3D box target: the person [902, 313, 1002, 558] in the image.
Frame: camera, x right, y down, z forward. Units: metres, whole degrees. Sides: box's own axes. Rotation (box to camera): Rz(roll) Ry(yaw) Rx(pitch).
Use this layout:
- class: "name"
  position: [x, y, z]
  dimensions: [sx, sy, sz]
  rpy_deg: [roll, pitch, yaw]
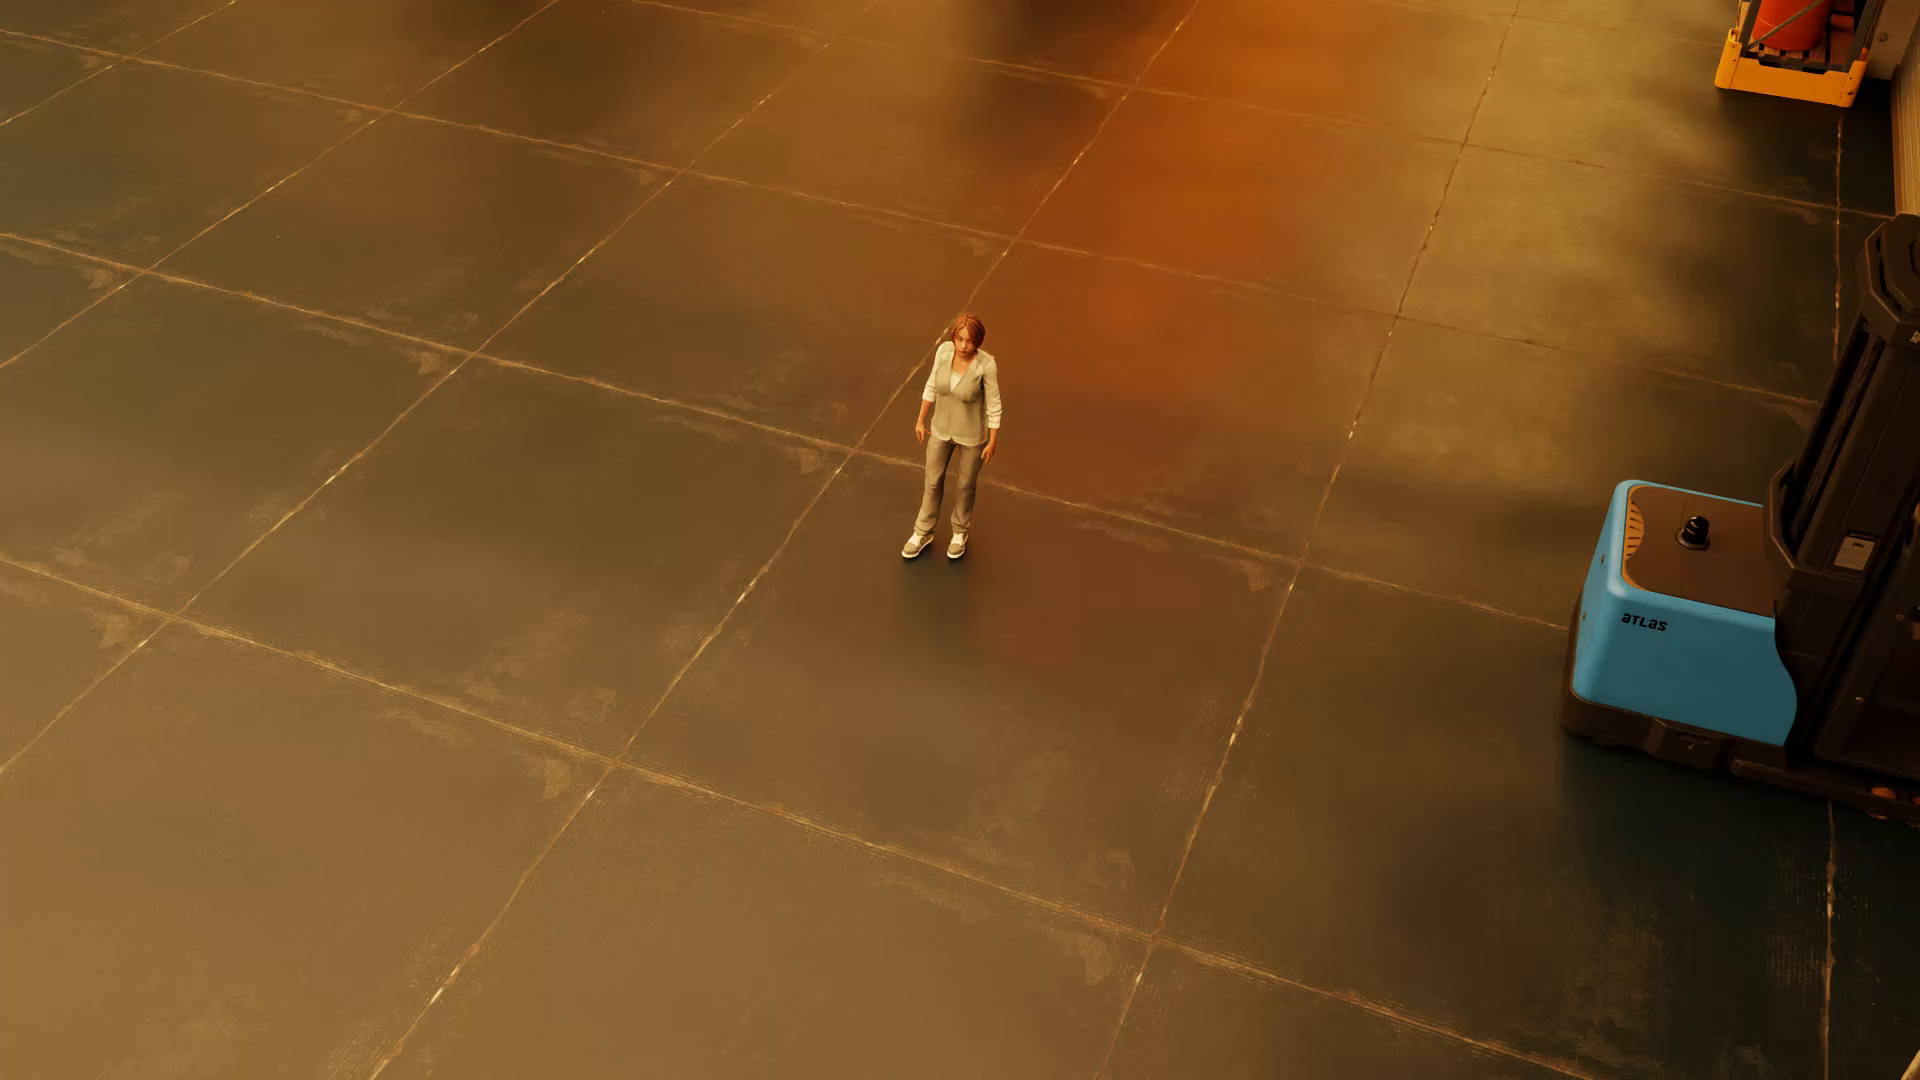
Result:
- class: "person"
  position: [-0.042, -0.577, 9.724]
  dimensions: [0.520, 1.599, 0.473]
  rpy_deg: [15, 42, 17]

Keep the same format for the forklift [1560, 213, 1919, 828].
- class: "forklift"
  position: [4.825, -0.033, 8.046]
  dimensions: [3.031, 2.935, 1.130]
  rpy_deg: [13, 42, 15]
